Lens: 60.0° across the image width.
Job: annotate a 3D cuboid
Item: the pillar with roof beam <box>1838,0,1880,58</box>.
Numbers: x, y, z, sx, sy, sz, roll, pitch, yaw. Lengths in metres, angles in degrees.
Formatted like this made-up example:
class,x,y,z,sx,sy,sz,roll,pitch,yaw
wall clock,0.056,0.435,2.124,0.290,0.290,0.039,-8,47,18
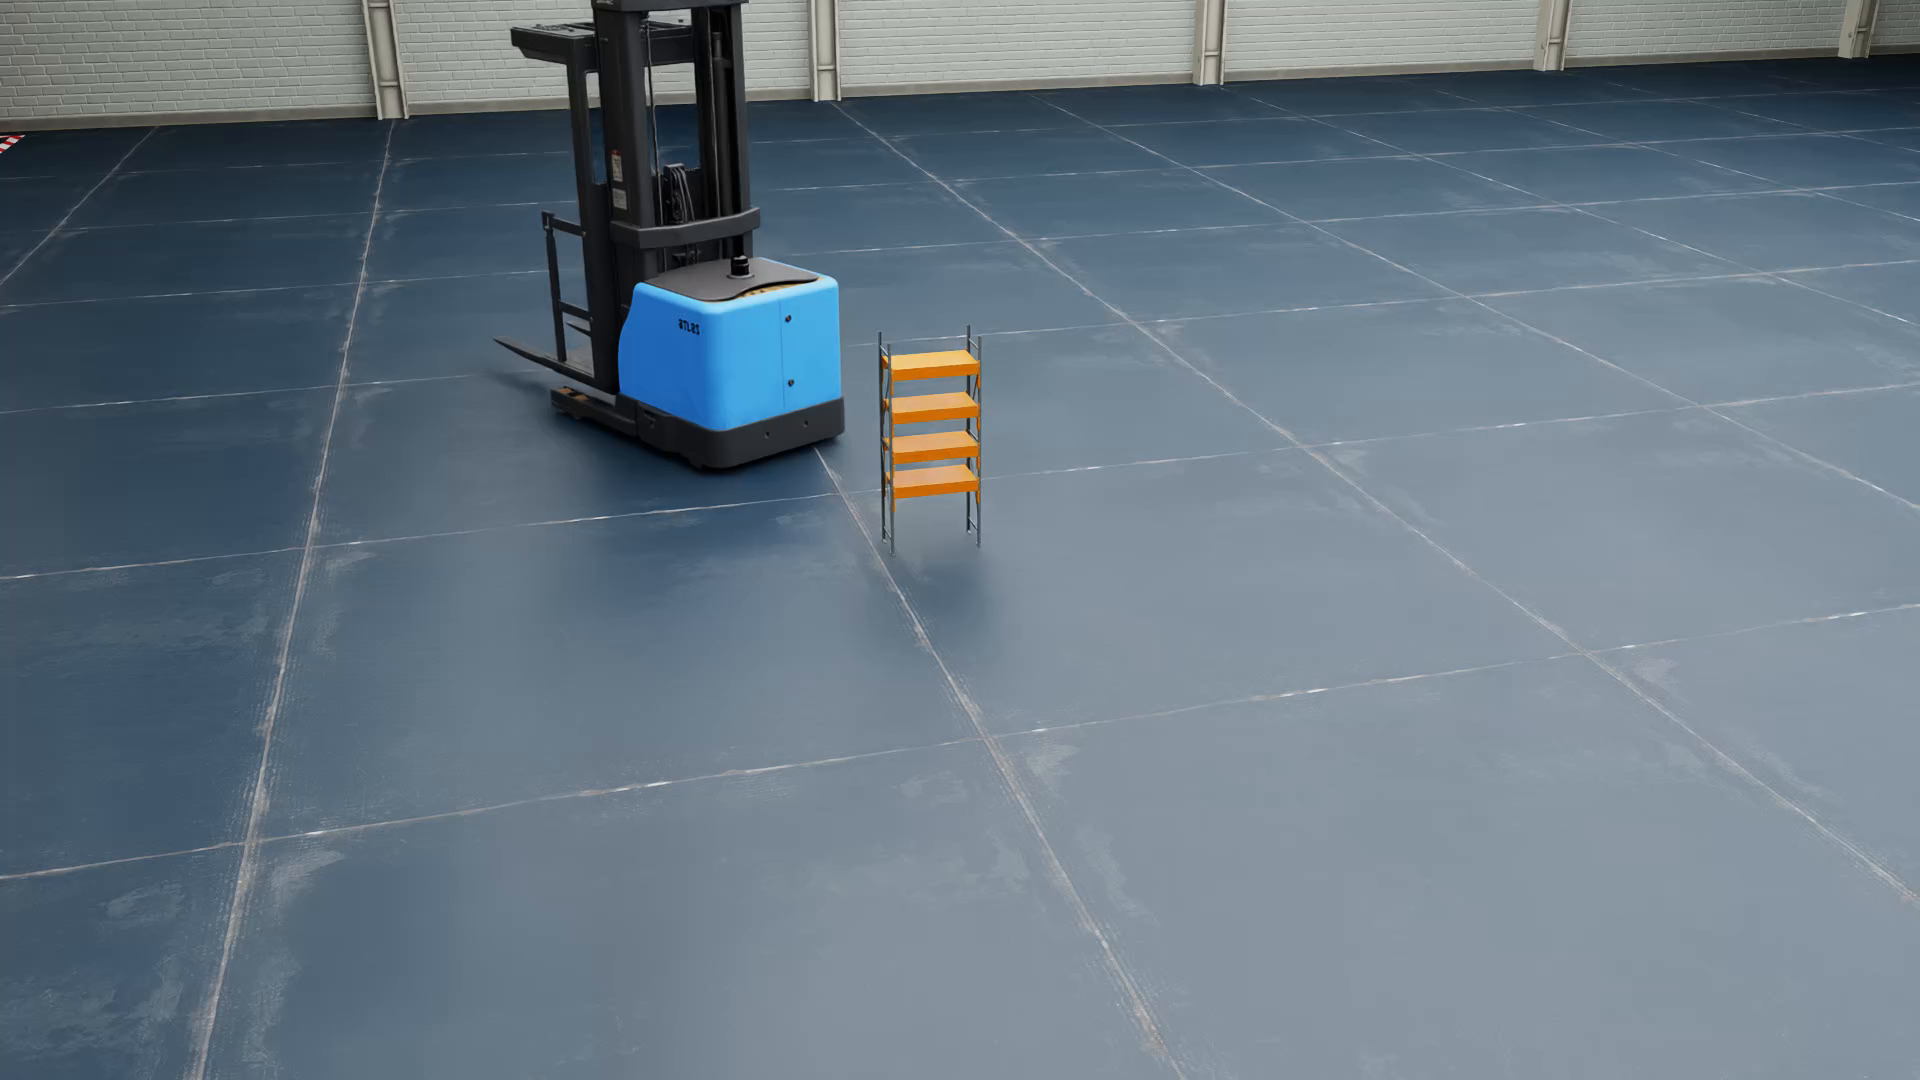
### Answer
class,x,y,z,sx,sy,sz,roll,pitch,yaw
pillar with roof beam,16.541,-10.829,23.075,0.400,9.000,9.100,-6,24,-14

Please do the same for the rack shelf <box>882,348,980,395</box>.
class,x,y,z,sx,sy,sz,roll,pitch,yaw
rack shelf,-0.159,-0.895,8.817,0.480,0.148,0.258,-6,24,-14

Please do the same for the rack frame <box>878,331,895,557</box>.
class,x,y,z,sx,sy,sz,roll,pitch,yaw
rack frame,-0.394,-0.508,8.912,0.015,1.200,0.240,-6,24,-14

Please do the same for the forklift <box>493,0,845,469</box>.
class,x,y,z,sx,sy,sz,roll,pitch,yaw
forklift,-2.120,-2.273,10.830,1.130,2.935,3.031,-21,31,-39

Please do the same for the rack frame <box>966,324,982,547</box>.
class,x,y,z,sx,sy,sz,roll,pitch,yaw
rack frame,0.076,-0.560,9.033,0.015,1.200,0.240,-6,24,-14

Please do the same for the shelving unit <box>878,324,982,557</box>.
class,x,y,z,sx,sy,sz,roll,pitch,yaw
shelving unit,-0.159,-0.534,8.972,0.503,1.200,0.258,-6,24,-14

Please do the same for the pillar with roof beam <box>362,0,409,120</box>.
class,x,y,z,sx,sy,sz,roll,pitch,yaw
pillar with roof beam,-6.567,-8.273,17.118,0.400,9.000,9.100,-6,24,-14

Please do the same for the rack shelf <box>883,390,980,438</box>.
class,x,y,z,sx,sy,sz,roll,pitch,yaw
rack shelf,-0.159,-0.677,8.911,0.480,0.148,0.258,-6,24,-14

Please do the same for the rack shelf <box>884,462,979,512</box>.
class,x,y,z,sx,sy,sz,roll,pitch,yaw
rack shelf,-0.159,-0.289,9.077,0.480,0.148,0.258,-6,24,-14

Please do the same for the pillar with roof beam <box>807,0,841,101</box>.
class,x,y,z,sx,sy,sz,roll,pitch,yaw
pillar with roof beam,-0.790,-8.912,18.607,0.400,9.000,9.100,-6,24,-14

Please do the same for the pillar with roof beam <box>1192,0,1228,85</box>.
class,x,y,z,sx,sy,sz,roll,pitch,yaw
pillar with roof beam,4.987,-9.551,20.097,0.400,9.000,9.100,-6,24,-14

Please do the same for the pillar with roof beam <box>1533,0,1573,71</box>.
class,x,y,z,sx,sy,sz,roll,pitch,yaw
pillar with roof beam,10.764,-10.190,21.586,0.400,9.000,9.100,-6,24,-14

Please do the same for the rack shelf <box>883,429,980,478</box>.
class,x,y,z,sx,sy,sz,roll,pitch,yaw
rack shelf,-0.159,-0.472,8.999,0.480,0.148,0.258,-6,24,-14
